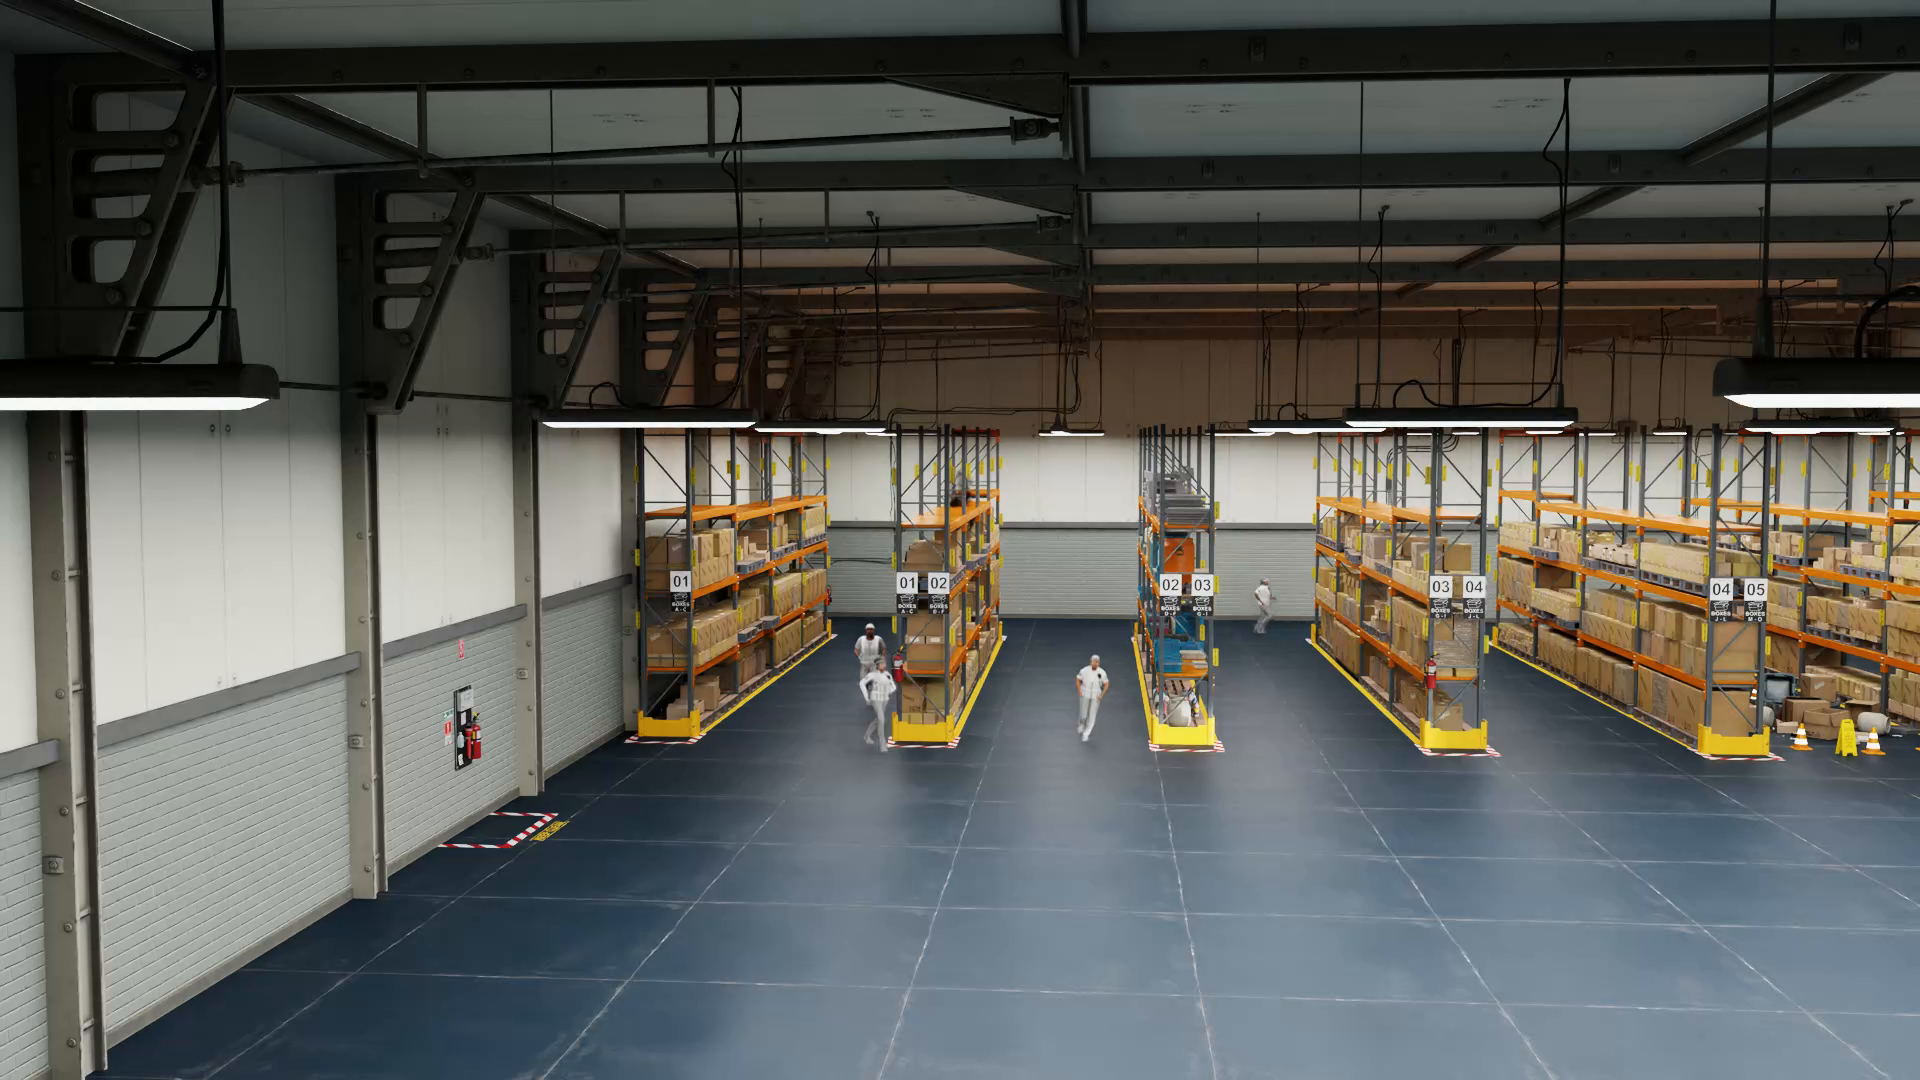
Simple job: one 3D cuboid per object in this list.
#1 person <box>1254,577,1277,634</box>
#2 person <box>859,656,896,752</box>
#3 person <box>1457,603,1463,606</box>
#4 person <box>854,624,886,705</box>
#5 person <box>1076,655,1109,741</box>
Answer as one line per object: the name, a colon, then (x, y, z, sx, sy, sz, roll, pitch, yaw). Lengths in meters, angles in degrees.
person: (8.955, 1.919, 48.808, 0.661, 1.695, 0.549, 2, 4, 24)
person: (-1.482, 3.013, 30.751, 0.629, 1.746, 0.803, -3, 5, -44)
person: (13.898, 2.023, 46.984, 0.860, 1.681, 0.585, 3, 5, 44)
person: (-1.938, 2.666, 35.859, 0.687, 1.743, 0.704, 0, 3, 1)
person: (2.529, 3.003, 31.757, 0.631, 1.630, 0.534, 0, 3, 1)
